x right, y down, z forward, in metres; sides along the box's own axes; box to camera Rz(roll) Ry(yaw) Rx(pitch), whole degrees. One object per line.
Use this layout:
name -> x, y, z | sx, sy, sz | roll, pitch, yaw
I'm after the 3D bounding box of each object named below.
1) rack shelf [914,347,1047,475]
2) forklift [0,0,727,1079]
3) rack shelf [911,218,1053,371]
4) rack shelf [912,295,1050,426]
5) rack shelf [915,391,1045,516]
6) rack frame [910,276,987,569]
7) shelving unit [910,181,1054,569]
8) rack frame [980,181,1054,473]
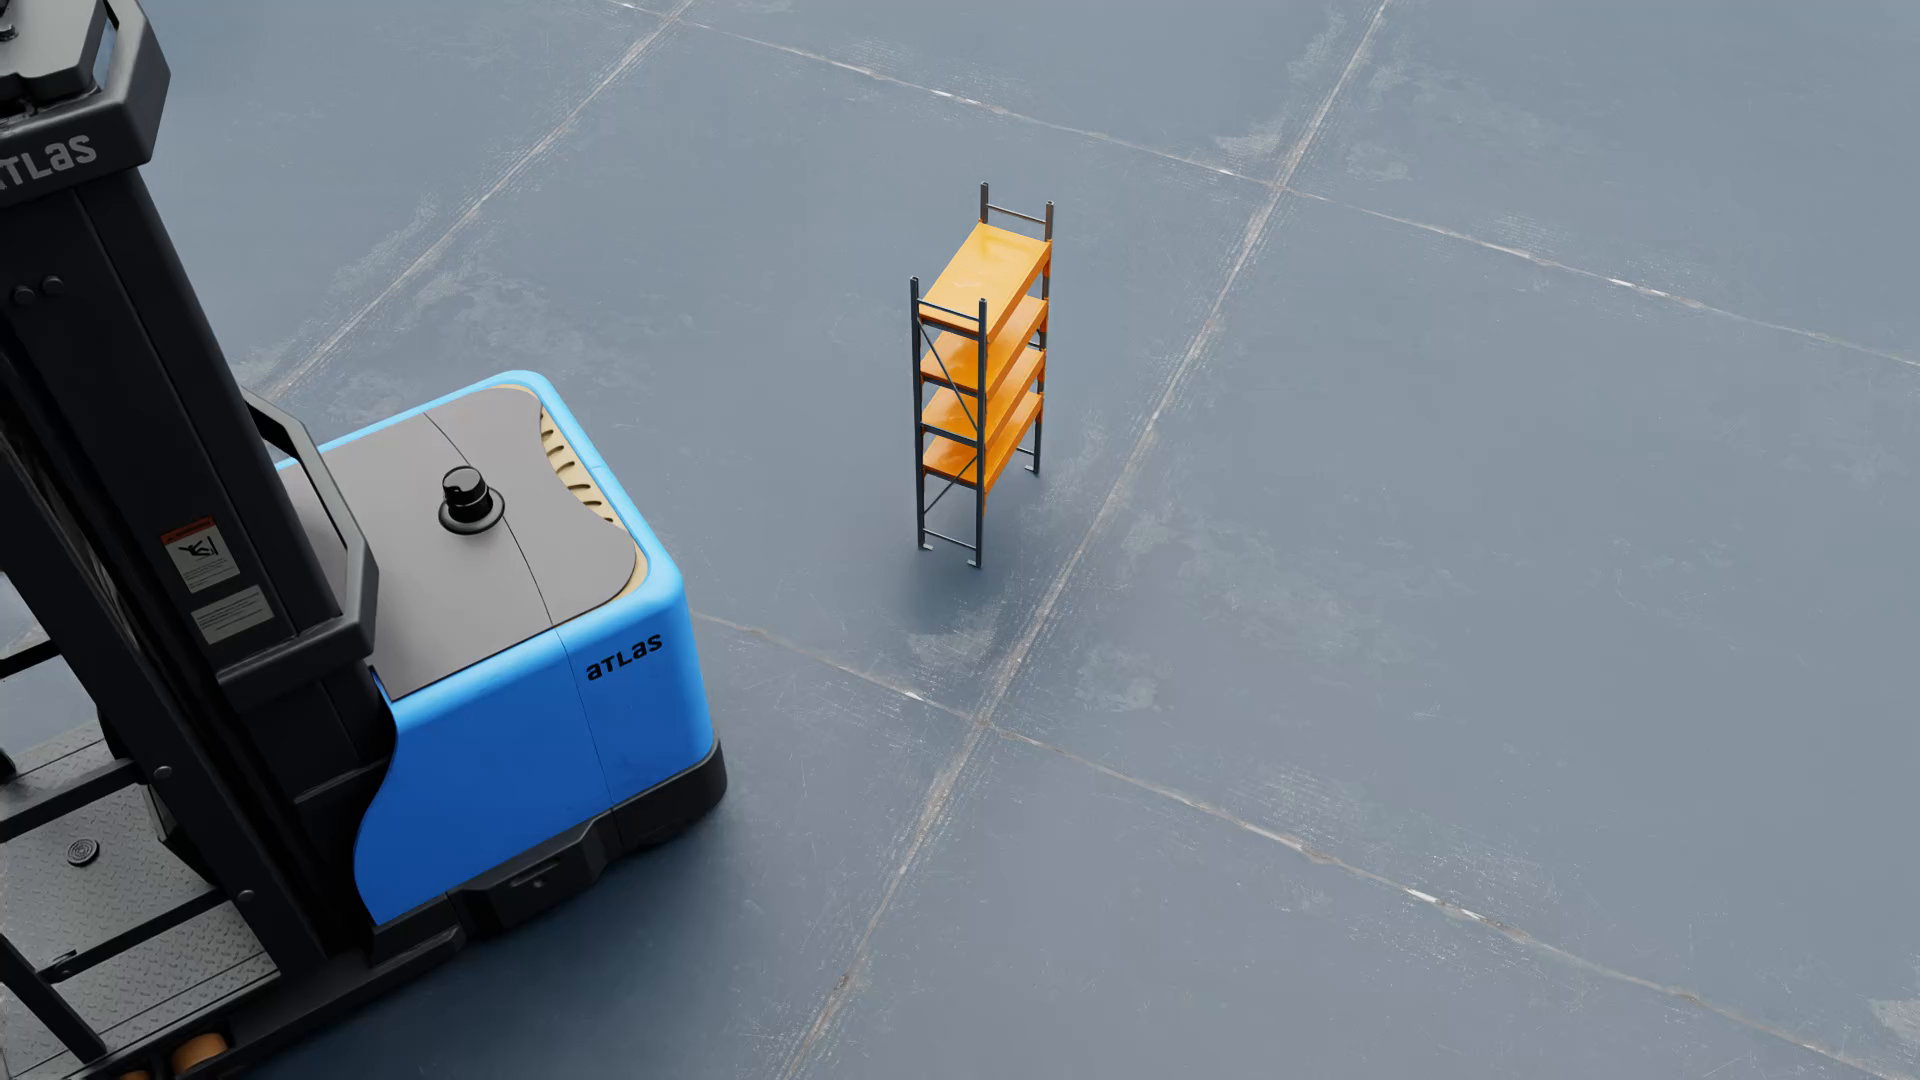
rack shelf -> 0.071, -0.459, 5.441 | 0.258, 0.148, 0.480 | 20, 52, 16
forklift -> -2.220, 0.148, 3.700 | 3.031, 2.935, 1.130 | -26, 54, -20
rack shelf -> 0.071, -0.757, 5.091 | 0.258, 0.148, 0.480 | 20, 52, 16
rack shelf -> 0.071, -0.604, 5.271 | 0.258, 0.148, 0.480 | 20, 52, 16
rack shelf -> 0.071, -0.331, 5.592 | 0.258, 0.148, 0.480 | 20, 52, 16
rack frame -> -0.034, -0.335, 5.247 | 0.240, 1.200, 0.015 | 20, 52, 16
shelving unit -> 0.071, -0.503, 5.390 | 0.258, 1.200, 0.503 | 20, 52, 16
rack frame -> 0.175, -0.671, 5.533 | 0.240, 1.200, 0.015 | 20, 52, 16
